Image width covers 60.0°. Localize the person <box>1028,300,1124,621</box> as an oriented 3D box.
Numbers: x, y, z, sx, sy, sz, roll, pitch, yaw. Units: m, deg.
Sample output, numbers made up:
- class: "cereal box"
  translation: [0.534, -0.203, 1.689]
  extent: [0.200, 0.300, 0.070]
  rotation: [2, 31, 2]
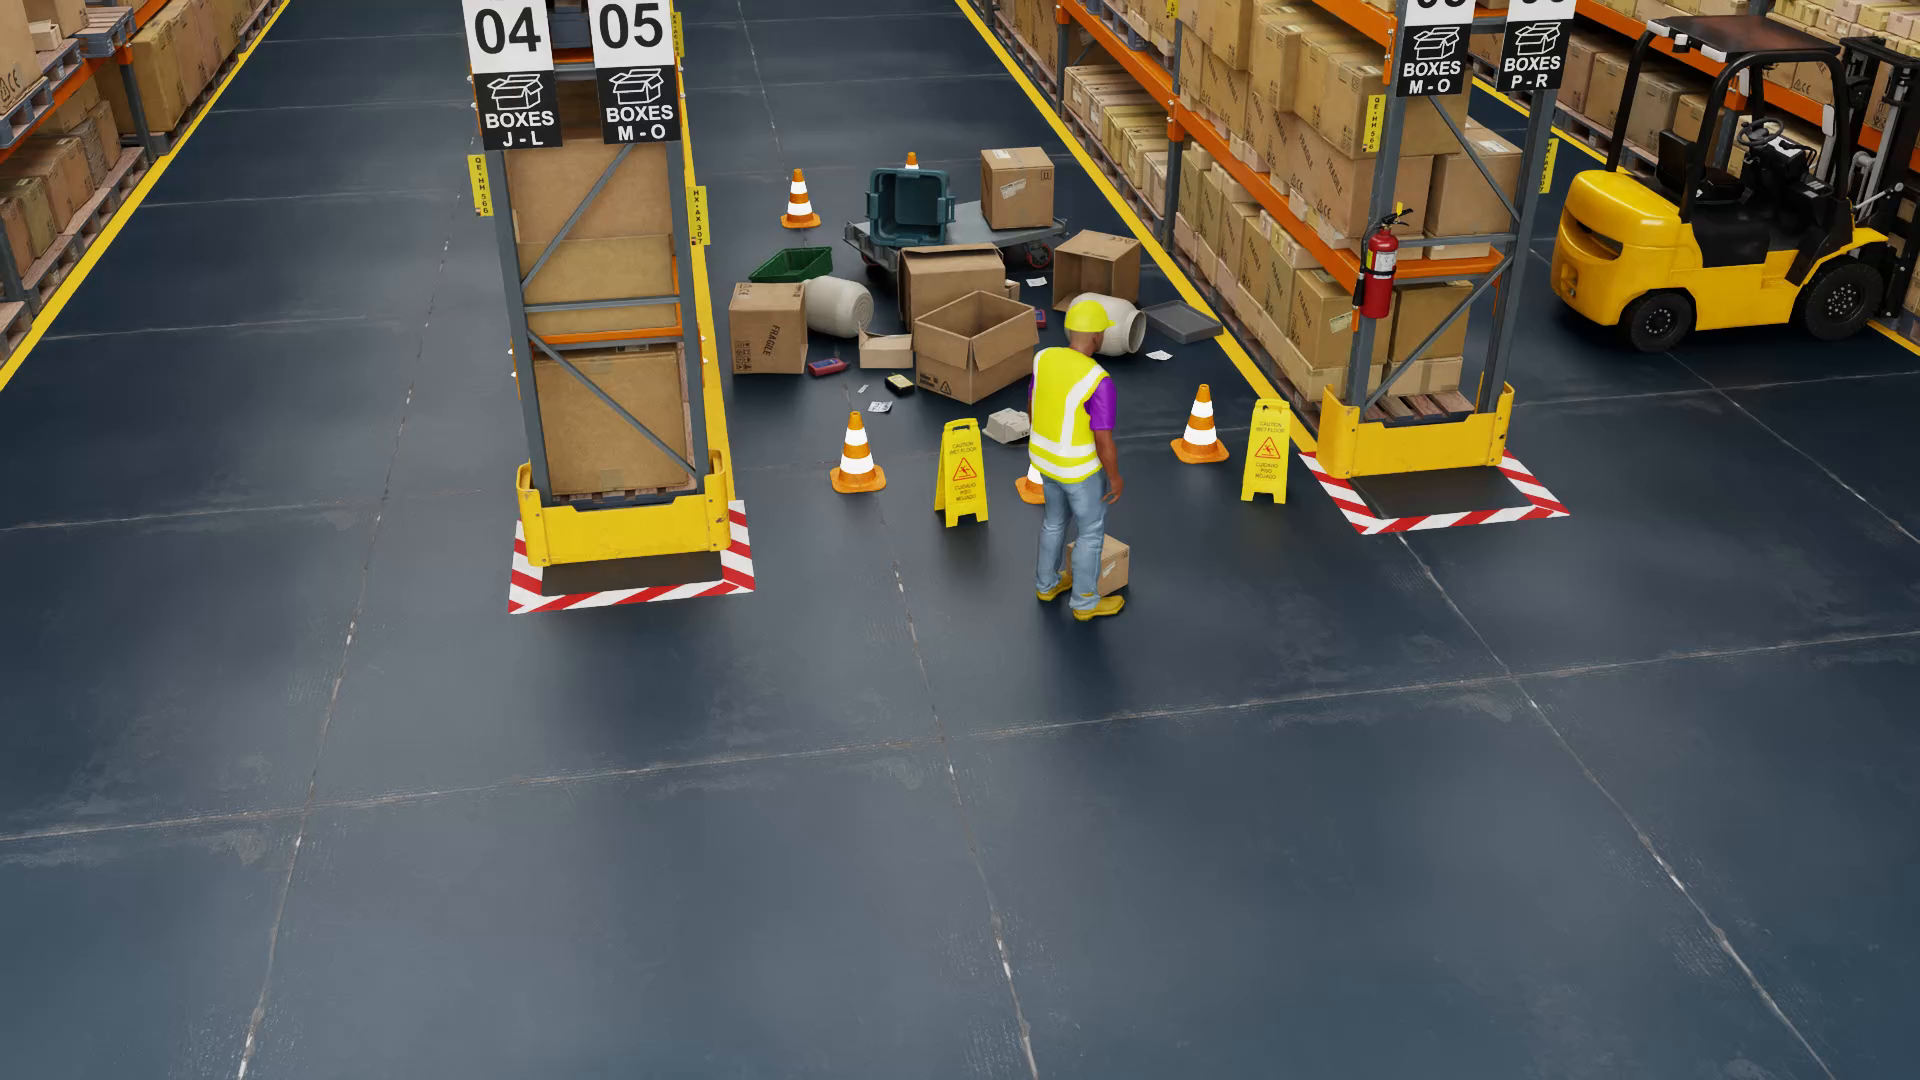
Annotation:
- class: "person"
  translation: [0.615, -0.426, 8.841]
  extent: [0.456, 1.761, 0.627]
  rotation: [-23, 37, -33]
